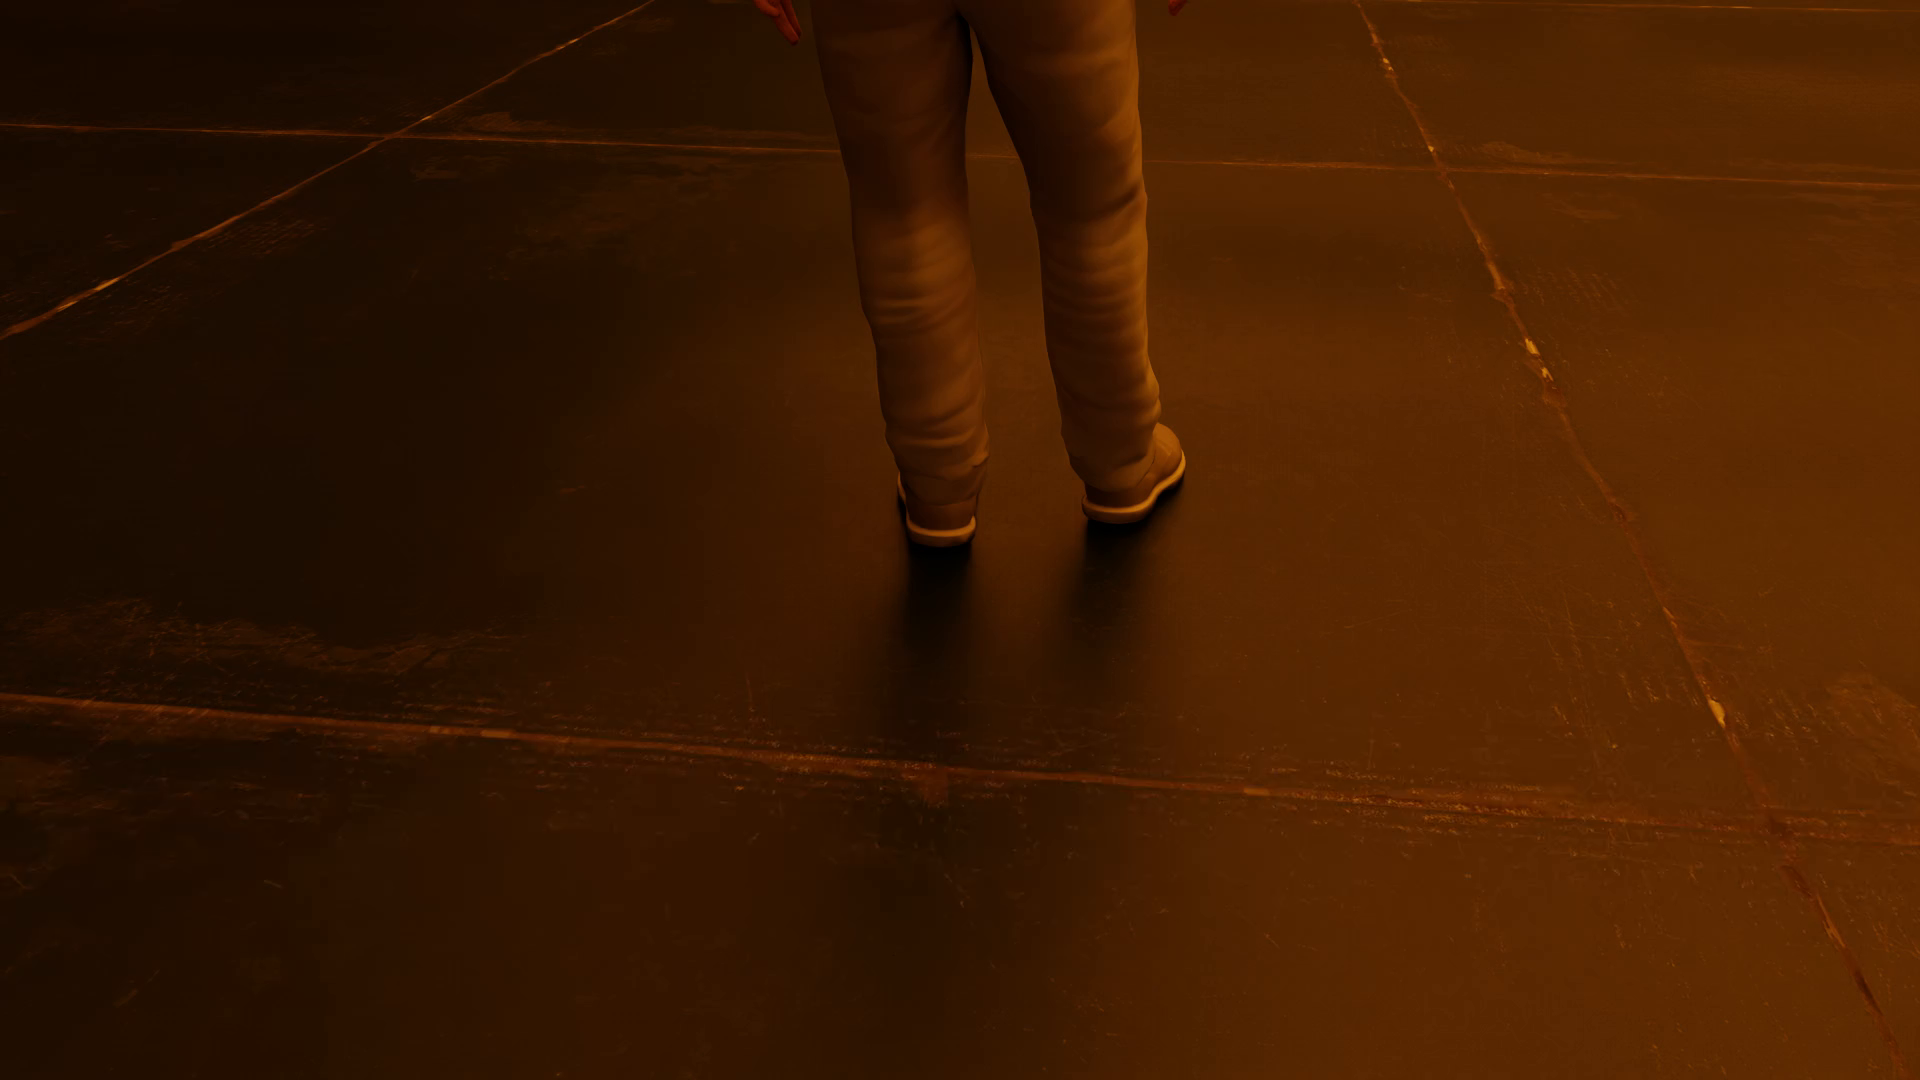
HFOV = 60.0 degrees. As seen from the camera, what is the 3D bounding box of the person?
[{"bbox_3d":[0.022,-0.837,2.166,0.640,1.781,0.575,3,27,7],"label":"person"}]
